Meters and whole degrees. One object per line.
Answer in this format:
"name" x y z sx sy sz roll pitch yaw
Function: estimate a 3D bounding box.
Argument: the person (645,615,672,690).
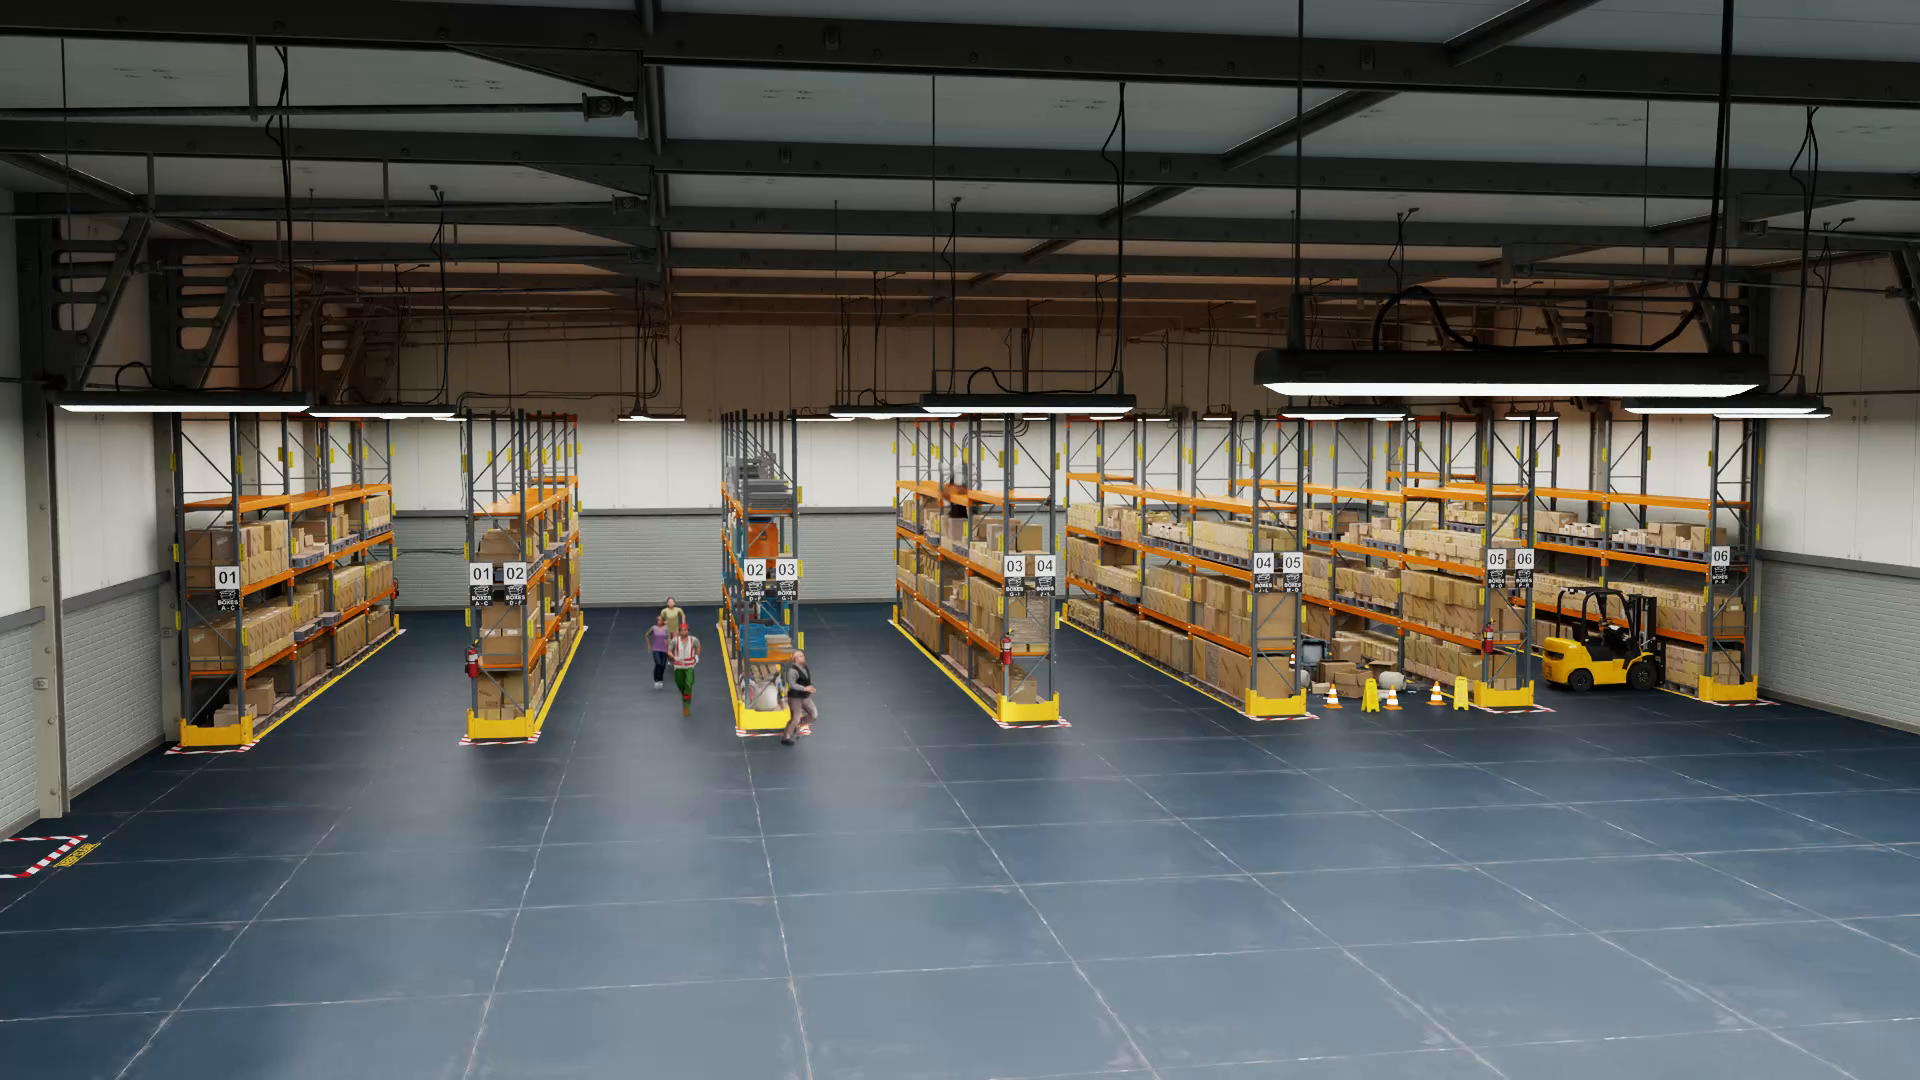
"person" -6.481 2.421 35.871 0.510 1.607 0.676 -2 4 -25

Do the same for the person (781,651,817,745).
"person" -2.836 2.812 29.639 0.742 1.675 0.686 2 5 29

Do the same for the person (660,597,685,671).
"person" -6.732 2.192 38.855 0.594 1.743 0.729 -1 4 -9

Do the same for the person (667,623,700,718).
"person" -5.483 2.537 32.955 0.622 1.796 1.153 0 4 -2
